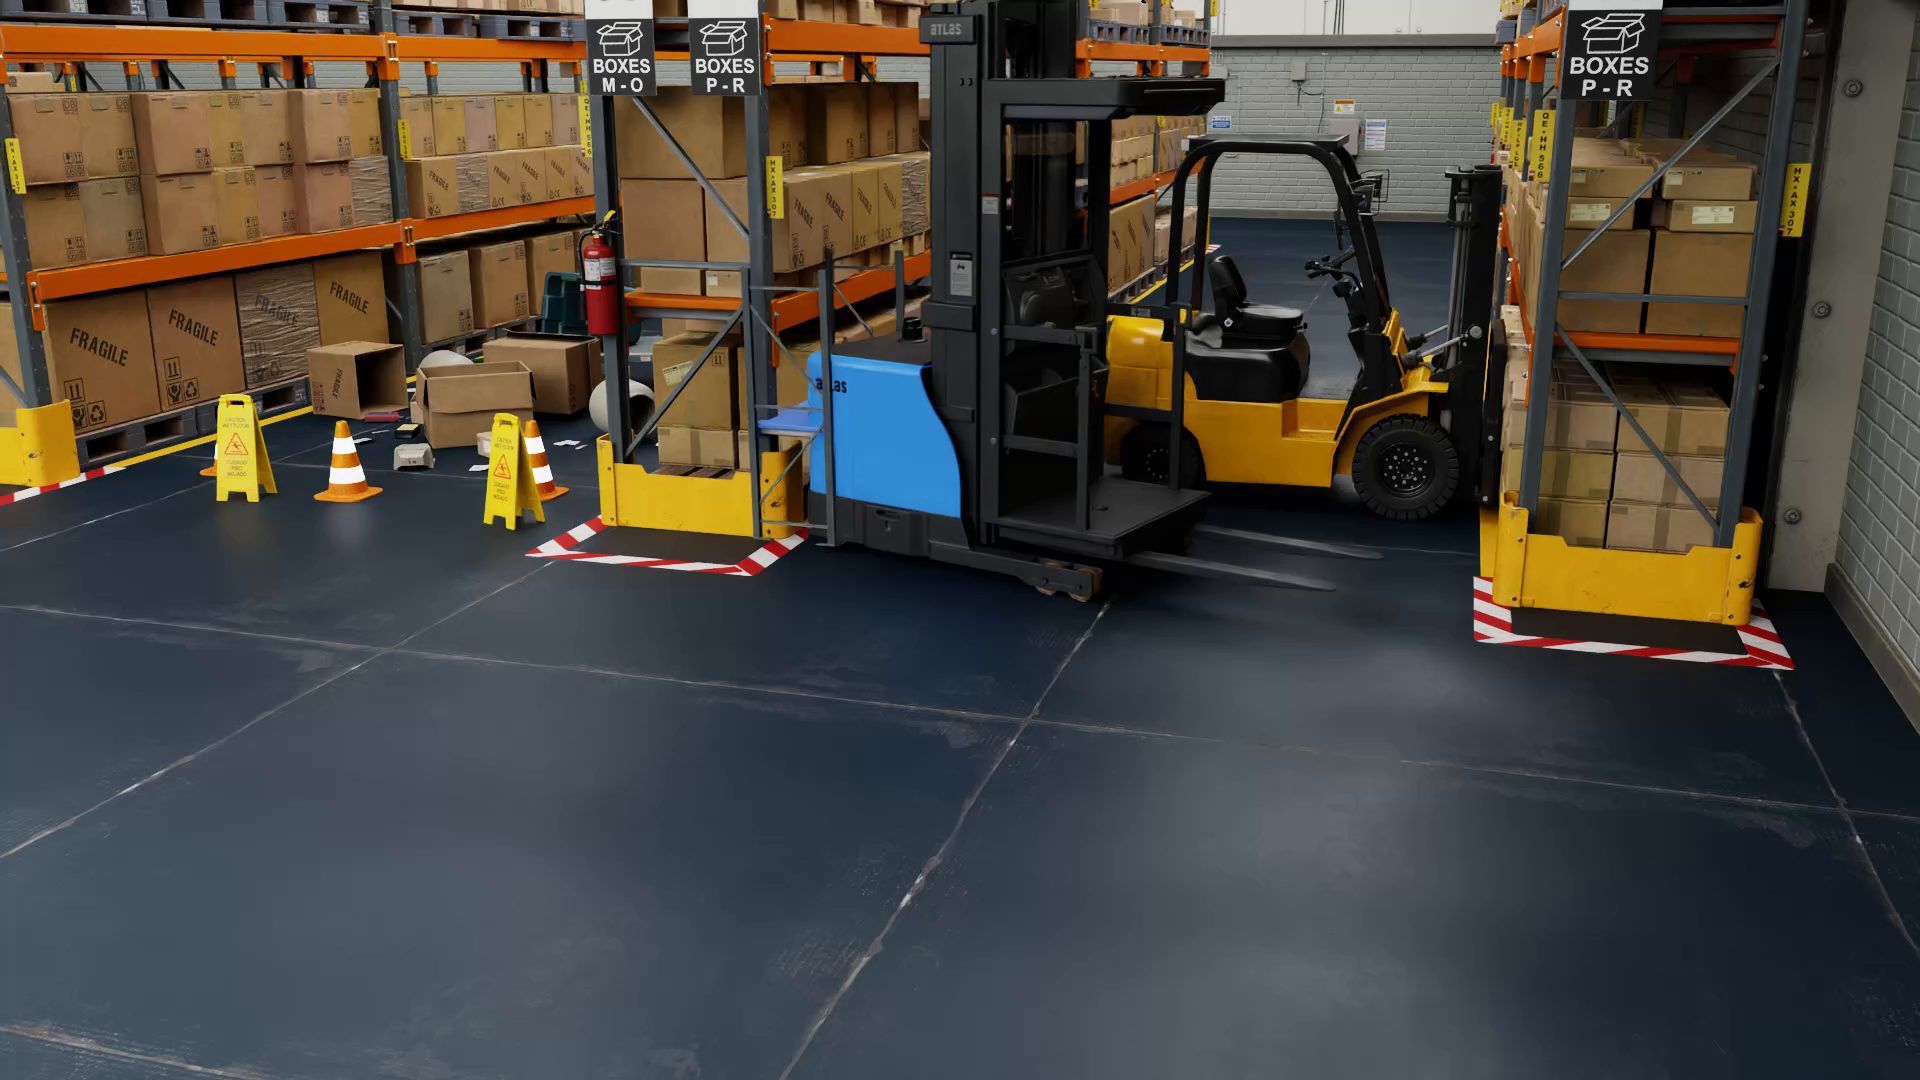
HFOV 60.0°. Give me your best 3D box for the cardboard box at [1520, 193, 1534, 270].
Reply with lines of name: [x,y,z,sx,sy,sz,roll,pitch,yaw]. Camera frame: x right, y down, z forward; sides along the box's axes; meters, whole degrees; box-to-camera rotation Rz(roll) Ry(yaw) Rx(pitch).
cardboard box: [3.730,-1.857,10.198,0.500,0.500,0.500,4,16,15]

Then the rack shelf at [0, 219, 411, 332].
rack shelf: [-5.721,-2.047,12.369,1.077,0.370,4.000,5,16,16]

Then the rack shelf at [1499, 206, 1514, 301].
rack shelf: [4.950,-2.352,13.444,1.077,0.370,4.000,5,16,16]

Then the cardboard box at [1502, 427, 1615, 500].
cardboard box: [3.084,-0.400,8.596,0.500,0.250,0.500,4,16,15]

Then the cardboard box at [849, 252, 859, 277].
cardboard box: [-0.851,-1.728,10.385,0.380,0.149,0.250,5,17,17]

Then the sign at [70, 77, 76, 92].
sign: [-15.440,-7.897,28.974,0.100,0.325,0.005,5,16,16]

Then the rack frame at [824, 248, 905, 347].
rack frame: [-0.555,-0.969,9.889,0.500,1.500,0.032,5,17,20]

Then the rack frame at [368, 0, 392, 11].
rack frame: [-5.153,-5.803,13.297,1.000,3.000,0.127,5,16,16]

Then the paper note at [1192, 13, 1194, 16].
paper note: [2.993,-6.751,21.360,0.006,0.032,0.123,5,16,16]

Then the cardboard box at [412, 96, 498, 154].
cardboard box: [-4.729,-3.843,15.366,0.700,0.500,0.500,5,17,16]

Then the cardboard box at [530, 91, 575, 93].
cardboard box: [-6.356,-6.751,25.989,0.500,0.500,0.500,5,17,17]

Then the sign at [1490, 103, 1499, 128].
sign: [7.272,-5.773,22.600,0.100,0.325,0.005,5,16,16]

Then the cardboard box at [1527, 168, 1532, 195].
cardboard box: [3.702,-2.207,10.241,0.380,0.149,0.250,4,16,15]

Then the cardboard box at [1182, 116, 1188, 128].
cardboard box: [2.714,-5.684,21.855,0.500,0.500,0.500,5,16,15]

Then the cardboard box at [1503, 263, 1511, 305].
cardboard box: [5.328,-2.119,14.886,0.875,0.625,0.625,5,17,18]

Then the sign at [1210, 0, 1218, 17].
sign: [3.548,-7.484,23.243,0.100,0.325,0.005,5,16,16]

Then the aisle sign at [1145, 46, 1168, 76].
aisle sign: [2.774,-6.991,23.715,0.394,0.787,0.004,5,16,16]

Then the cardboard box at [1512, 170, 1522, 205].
cardboard box: [4.416,-2.627,12.453,0.500,0.250,0.500,4,16,14]

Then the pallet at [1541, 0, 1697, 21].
pallet: [4.164,-3.351,10.310,1.003,0.211,1.213,5,16,16]

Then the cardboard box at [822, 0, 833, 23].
cardboard box: [-0.966,-3.105,9.744,0.380,0.149,0.250,5,16,16]

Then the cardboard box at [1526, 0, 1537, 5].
cardboard box: [5.032,-4.653,13.603,0.700,0.500,0.500,4,16,15]

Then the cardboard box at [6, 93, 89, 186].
cardboard box: [-6.147,-2.556,10.590,0.875,0.550,0.550,5,16,16]

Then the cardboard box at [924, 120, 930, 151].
cardboard box: [0.030,-3.053,13.098,0.500,0.500,0.500,5,17,17]

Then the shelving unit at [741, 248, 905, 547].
shelving unit: [-0.737,-0.839,9.433,0.538,1.500,1.048,5,17,20]

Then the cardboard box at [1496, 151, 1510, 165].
cardboard box: [5.508,-3.653,16.216,0.500,0.250,0.500,4,16,13]

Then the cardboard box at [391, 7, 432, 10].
cardboard box: [-5.013,-4.878,14.854,0.500,0.250,0.500,4,16,15]

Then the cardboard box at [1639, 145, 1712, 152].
cardboard box: [4.303,-2.302,10.032,0.380,0.149,0.250,4,16,15]

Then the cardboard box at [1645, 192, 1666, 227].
cardboard box: [3.599,-1.627,8.197,0.380,0.149,0.250,5,16,16]

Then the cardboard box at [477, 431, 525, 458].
cardboard box: [-3.079,-0.641,11.315,0.250,0.149,0.380,-15,21,-41]

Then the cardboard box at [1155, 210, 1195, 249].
cardboard box: [2.688,-4.248,22.733,0.875,0.438,0.875,5,17,17]

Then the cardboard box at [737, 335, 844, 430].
cardboard box: [-1.014,-0.949,10.072,0.500,0.500,0.500,4,16,14]

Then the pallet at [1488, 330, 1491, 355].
pallet: [5.247,-1.668,14.823,1.003,0.211,1.213,5,16,16]

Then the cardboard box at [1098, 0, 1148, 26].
cardboard box: [1.846,-6.008,18.909,0.500,0.311,0.500,5,16,16]

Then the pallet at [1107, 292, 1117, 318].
pallet: [1.055,-2.465,17.632,1.003,0.211,1.213,5,16,16]

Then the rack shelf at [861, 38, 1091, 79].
rack shelf: [0.190,-4.179,14.389,1.077,0.370,4.000,5,16,16]

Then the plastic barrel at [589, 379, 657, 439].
plastic barrel: [-2.380,-0.931,11.836,0.421,0.421,0.512,-10,19,-32]

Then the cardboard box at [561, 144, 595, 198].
cardboard box: [-4.030,-3.742,16.843,0.500,0.500,0.500,5,16,16]

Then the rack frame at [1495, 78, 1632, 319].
rack frame: [5.519,-3.222,15.191,1.000,3.000,0.127,5,16,16]

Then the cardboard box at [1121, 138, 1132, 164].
cardboard box: [1.597,-4.284,18.294,0.500,0.250,0.500,5,17,17]

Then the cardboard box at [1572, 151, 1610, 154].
cardboard box: [3.411,-2.084,9.262,0.380,0.149,0.250,5,17,17]

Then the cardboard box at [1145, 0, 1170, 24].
cardboard box: [2.264,-6.531,20.225,0.500,0.500,0.500,5,17,17]

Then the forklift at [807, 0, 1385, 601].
forklift: [0.662,-1.270,8.434,3.031,2.935,1.130,10,19,33]

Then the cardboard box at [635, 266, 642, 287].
cardboard box: [-3.571,-3.128,18.671,0.500,0.500,0.500,4,16,14]

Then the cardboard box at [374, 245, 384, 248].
cardboard box: [-8.022,-4.198,21.756,1.225,0.875,0.875,4,16,14]

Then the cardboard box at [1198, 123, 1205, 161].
cardboard box: [3.149,-5.600,23.393,0.500,0.500,0.500,5,17,16]

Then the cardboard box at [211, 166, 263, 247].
cardboard box: [-5.702,-2.467,12.256,0.875,0.550,0.500,5,16,16]

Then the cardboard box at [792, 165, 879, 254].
cardboard box: [-0.827,-2.075,10.421,0.500,0.500,0.500,4,16,15]

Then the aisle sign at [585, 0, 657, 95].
aisle sign: [-1.811,-2.770,8.833,0.394,0.787,0.004,5,16,16]

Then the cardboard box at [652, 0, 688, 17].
cardboard box: [-1.682,-2.950,9.196,0.380,0.149,0.250,5,17,16]

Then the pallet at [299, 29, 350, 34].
pallet: [-8.296,-6.192,20.511,1.003,0.211,1.213,5,17,18]

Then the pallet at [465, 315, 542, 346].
pallet: [-4.661,-2.103,16.357,1.003,0.211,1.213,5,16,16]

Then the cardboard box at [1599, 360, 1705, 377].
cardboard box: [3.854,-0.861,9.305,0.500,0.250,0.500,5,16,16]

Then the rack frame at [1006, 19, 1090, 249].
rack frame: [0.758,-3.606,16.545,1.000,3.000,0.127,5,16,16]
